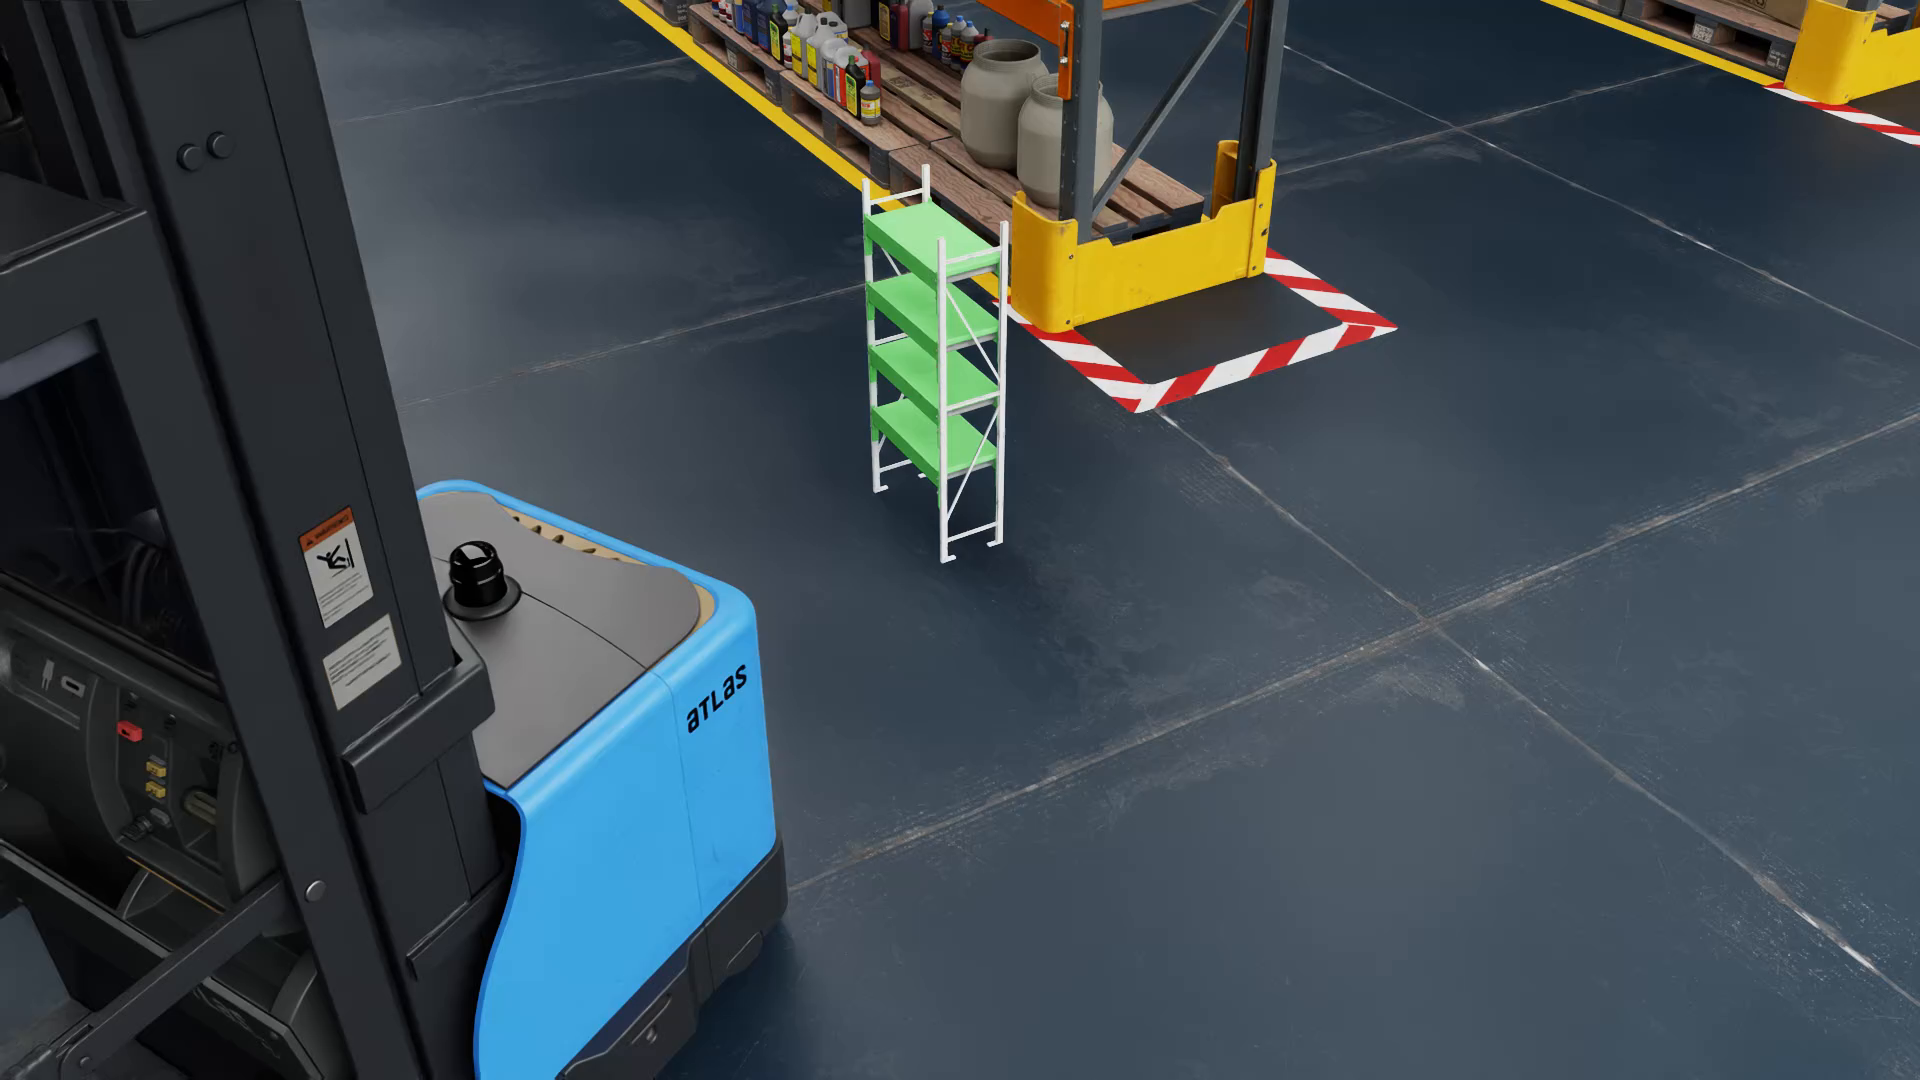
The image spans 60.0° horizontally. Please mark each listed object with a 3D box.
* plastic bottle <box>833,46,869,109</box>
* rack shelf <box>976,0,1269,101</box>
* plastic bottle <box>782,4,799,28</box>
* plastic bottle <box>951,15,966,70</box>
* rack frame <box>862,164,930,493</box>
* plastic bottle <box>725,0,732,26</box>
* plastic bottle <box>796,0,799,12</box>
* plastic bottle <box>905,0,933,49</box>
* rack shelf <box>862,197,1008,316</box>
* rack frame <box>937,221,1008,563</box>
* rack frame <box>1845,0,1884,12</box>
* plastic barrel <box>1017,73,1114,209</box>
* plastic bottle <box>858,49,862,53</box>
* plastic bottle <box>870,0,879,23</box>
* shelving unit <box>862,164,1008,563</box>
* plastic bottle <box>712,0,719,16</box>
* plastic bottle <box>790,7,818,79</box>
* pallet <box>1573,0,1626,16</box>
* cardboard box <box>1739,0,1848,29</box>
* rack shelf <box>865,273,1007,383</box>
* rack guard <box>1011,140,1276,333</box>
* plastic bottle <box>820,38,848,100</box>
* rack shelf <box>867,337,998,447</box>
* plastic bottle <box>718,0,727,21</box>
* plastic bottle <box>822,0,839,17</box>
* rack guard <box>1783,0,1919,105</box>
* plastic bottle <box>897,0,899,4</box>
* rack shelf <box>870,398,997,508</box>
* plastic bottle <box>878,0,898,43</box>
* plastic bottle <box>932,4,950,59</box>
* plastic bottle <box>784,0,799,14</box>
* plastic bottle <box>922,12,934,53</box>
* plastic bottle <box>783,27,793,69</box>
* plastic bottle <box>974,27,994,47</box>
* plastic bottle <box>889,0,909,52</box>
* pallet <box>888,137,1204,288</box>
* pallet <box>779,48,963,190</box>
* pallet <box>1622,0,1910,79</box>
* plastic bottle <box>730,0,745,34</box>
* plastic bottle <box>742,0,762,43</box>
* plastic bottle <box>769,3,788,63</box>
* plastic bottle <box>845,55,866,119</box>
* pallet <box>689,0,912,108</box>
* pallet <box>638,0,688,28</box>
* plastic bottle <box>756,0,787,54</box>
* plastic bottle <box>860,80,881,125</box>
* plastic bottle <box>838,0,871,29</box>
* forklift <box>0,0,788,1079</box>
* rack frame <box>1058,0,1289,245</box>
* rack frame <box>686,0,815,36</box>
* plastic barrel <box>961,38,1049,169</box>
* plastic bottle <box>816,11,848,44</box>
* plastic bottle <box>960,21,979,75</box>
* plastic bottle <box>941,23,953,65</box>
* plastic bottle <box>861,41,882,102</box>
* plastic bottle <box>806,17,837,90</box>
[{"bbox_3d":[-0.541,-2.315,8.313,0.152,0.276,0.135,-19,40,-24],"label":"plastic bottle"},{"bbox_3d":[-0.142,-3.024,7.957,1.077,0.370,4.000,-19,40,-24],"label":"rack shelf"},{"bbox_3d":[-0.899,-2.715,8.865,0.097,0.271,0.097,0,36,0],"label":"plastic bottle"},{"bbox_3d":[-0.001,-2.613,8.725,0.097,0.271,0.097,0,36,0],"label":"plastic bottle"},{"bbox_3d":[-0.206,-0.693,5.682,0.240,1.200,0.015,-19,40,-24],"label":"rack frame"},{"bbox_3d":[-1.263,-2.986,9.294,0.097,0.201,0.097,0,36,0],"label":"plastic bottle"},{"bbox_3d":[-0.975,-2.950,9.119,0.144,0.351,0.185,-19,40,-24],"label":"plastic bottle"},{"bbox_3d":[-0.237,-2.822,9.007,0.152,0.276,0.135,-18,40,-23],"label":"plastic bottle"},{"bbox_3d":[-0.083,-0.905,5.266,0.258,0.148,0.480,-19,40,-24],"label":"rack shelf"},{"bbox_3d":[0.039,-0.445,5.341,0.240,1.200,0.015,-19,40,-24],"label":"rack frame"},{"bbox_3d":[5.146,-3.762,8.358,1.000,3.000,0.127,-19,40,-24],"label":"rack frame"},{"bbox_3d":[0.467,-1.772,7.386,0.421,0.512,0.421,0,36,0],"label":"plastic barrel"},{"bbox_3d":[-0.513,-2.402,8.496,0.097,0.201,0.097,0,36,0],"label":"plastic bottle"},{"bbox_3d":[-0.477,-3.101,9.326,0.144,0.351,0.185,-21,41,-26],"label":"plastic bottle"},{"bbox_3d":[-0.083,-0.569,5.512,0.258,1.200,0.503,-19,40,-24],"label":"shelving unit"},{"bbox_3d":[-1.365,-3.118,9.416,0.097,0.271,0.097,0,36,0],"label":"plastic bottle"},{"bbox_3d":[-0.791,-2.594,8.632,0.144,0.351,0.185,-19,40,-24],"label":"plastic bottle"},{"bbox_3d":[4.121,-3.721,10.665,1.003,0.211,1.213,-19,40,-24],"label":"pallet"},{"bbox_3d":[4.846,-3.246,9.414,0.500,0.500,0.500,-12,38,-16],"label":"cardboard box"},{"bbox_3d":[-0.083,-0.711,5.408,0.258,0.148,0.480,-19,40,-24],"label":"rack shelf"},{"bbox_3d":[0.784,-1.310,7.119,1.175,0.500,0.348,-19,40,-24],"label":"rack guard"},{"bbox_3d":[-0.611,-2.386,8.410,0.152,0.276,0.135,-20,41,-25],"label":"plastic bottle"},{"bbox_3d":[-0.083,-0.517,5.549,0.258,0.148,0.480,-19,40,-24],"label":"rack shelf"},{"bbox_3d":[-1.314,-3.038,9.365,0.097,0.201,0.097,0,36,0],"label":"plastic bottle"},{"bbox_3d":[-0.698,-3.156,9.401,0.144,0.351,0.185,-19,40,-24],"label":"plastic bottle"},{"bbox_3d":[5.108,-2.791,9.148,1.175,0.500,0.348,-19,40,-24],"label":"rack guard"},{"bbox_3d":[-0.315,-2.937,9.100,0.144,0.351,0.185,-19,40,-24],"label":"plastic bottle"},{"bbox_3d":[-0.083,-0.324,5.691,0.258,0.148,0.480,-19,40,-24],"label":"rack shelf"},{"bbox_3d":[-0.391,-2.866,9.061,0.061,0.283,0.133,-19,40,-24],"label":"plastic bottle"},{"bbox_3d":[-0.102,-2.716,8.866,0.097,0.271,0.097,0,36,0],"label":"plastic bottle"},{"bbox_3d":[-0.922,-2.837,9.032,0.097,0.271,0.097,0,36,0],"label":"plastic bottle"},{"bbox_3d":[-0.154,-2.740,8.958,0.097,0.201,0.097,0,36,0],"label":"plastic bottle"},{"bbox_3d":[-0.883,-2.600,8.766,0.097,0.201,0.097,0,36,0],"label":"plastic bottle"},{"bbox_3d":[0.124,-2.513,8.577,0.061,0.283,0.133,-18,40,-23],"label":"plastic bottle"},{"bbox_3d":[-0.328,-2.793,8.961,0.061,0.283,0.133,-19,40,-24],"label":"plastic bottle"},{"bbox_3d":[0.381,-1.609,7.774,1.003,0.211,1.213,-19,40,-24],"label":"pallet"},{"bbox_3d":[-0.228,-2.230,8.625,1.003,0.211,1.213,-19,40,-24],"label":"pallet"},{"bbox_3d":[4.730,-3.099,9.815,1.003,0.211,1.213,-19,40,-24],"label":"pallet"},{"bbox_3d":[-1.179,-2.963,9.200,0.152,0.276,0.135,-17,40,-22],"label":"plastic bottle"},{"bbox_3d":[-1.100,-2.907,9.061,0.144,0.351,0.185,-18,40,-23],"label":"plastic bottle"},{"bbox_3d":[-0.958,-2.687,8.816,0.061,0.283,0.133,-17,39,-22],"label":"plastic bottle"},{"bbox_3d":[-0.513,-2.236,8.198,0.061,0.283,0.133,-18,40,-23],"label":"plastic bottle"},{"bbox_3d":[-0.845,-2.853,9.478,1.003,0.211,1.213,-19,40,-24],"label":"pallet"},{"bbox_3d":[-1.574,-3.597,10.496,1.003,0.211,1.213,-19,40,-24],"label":"pallet"},{"bbox_3d":[-1.005,-2.811,8.929,0.144,0.351,0.185,-21,41,-26],"label":"plastic bottle"},{"bbox_3d":[-0.438,-2.149,8.148,0.097,0.201,0.097,0,36,0],"label":"plastic bottle"},{"bbox_3d":[-0.593,-3.014,9.270,0.152,0.276,0.135,-19,40,-24],"label":"plastic bottle"},{"bbox_3d":[-1.649,0.397,2.721,1.130,2.935,3.031,20,41,25],"label":"forklift"},{"bbox_3d":[0.863,-2.294,6.348,1.000,3.000,0.127,-19,40,-24],"label":"rack frame"},{"bbox_3d":[-1.146,-4.334,9.141,1.000,3.000,0.127,-19,40,-24],"label":"rack frame"},{"bbox_3d":[0.215,-2.028,7.736,0.421,0.512,0.421,0,36,0],"label":"plastic barrel"},{"bbox_3d":[-0.676,-2.621,8.732,0.152,0.276,0.135,-19,40,-24],"label":"plastic bottle"},{"bbox_3d":[0.050,-2.562,8.655,0.097,0.271,0.097,0,36,0],"label":"plastic bottle"},{"bbox_3d":[-0.050,-2.635,8.814,0.097,0.201,0.097,0,36,0],"label":"plastic bottle"},{"bbox_3d":[-0.450,-2.350,8.355,0.061,0.283,0.133,-19,40,-24],"label":"plastic bottle"},{"bbox_3d":[-0.698,-2.500,8.502,0.144,0.351,0.185,-17,40,-22],"label":"plastic bottle"}]
